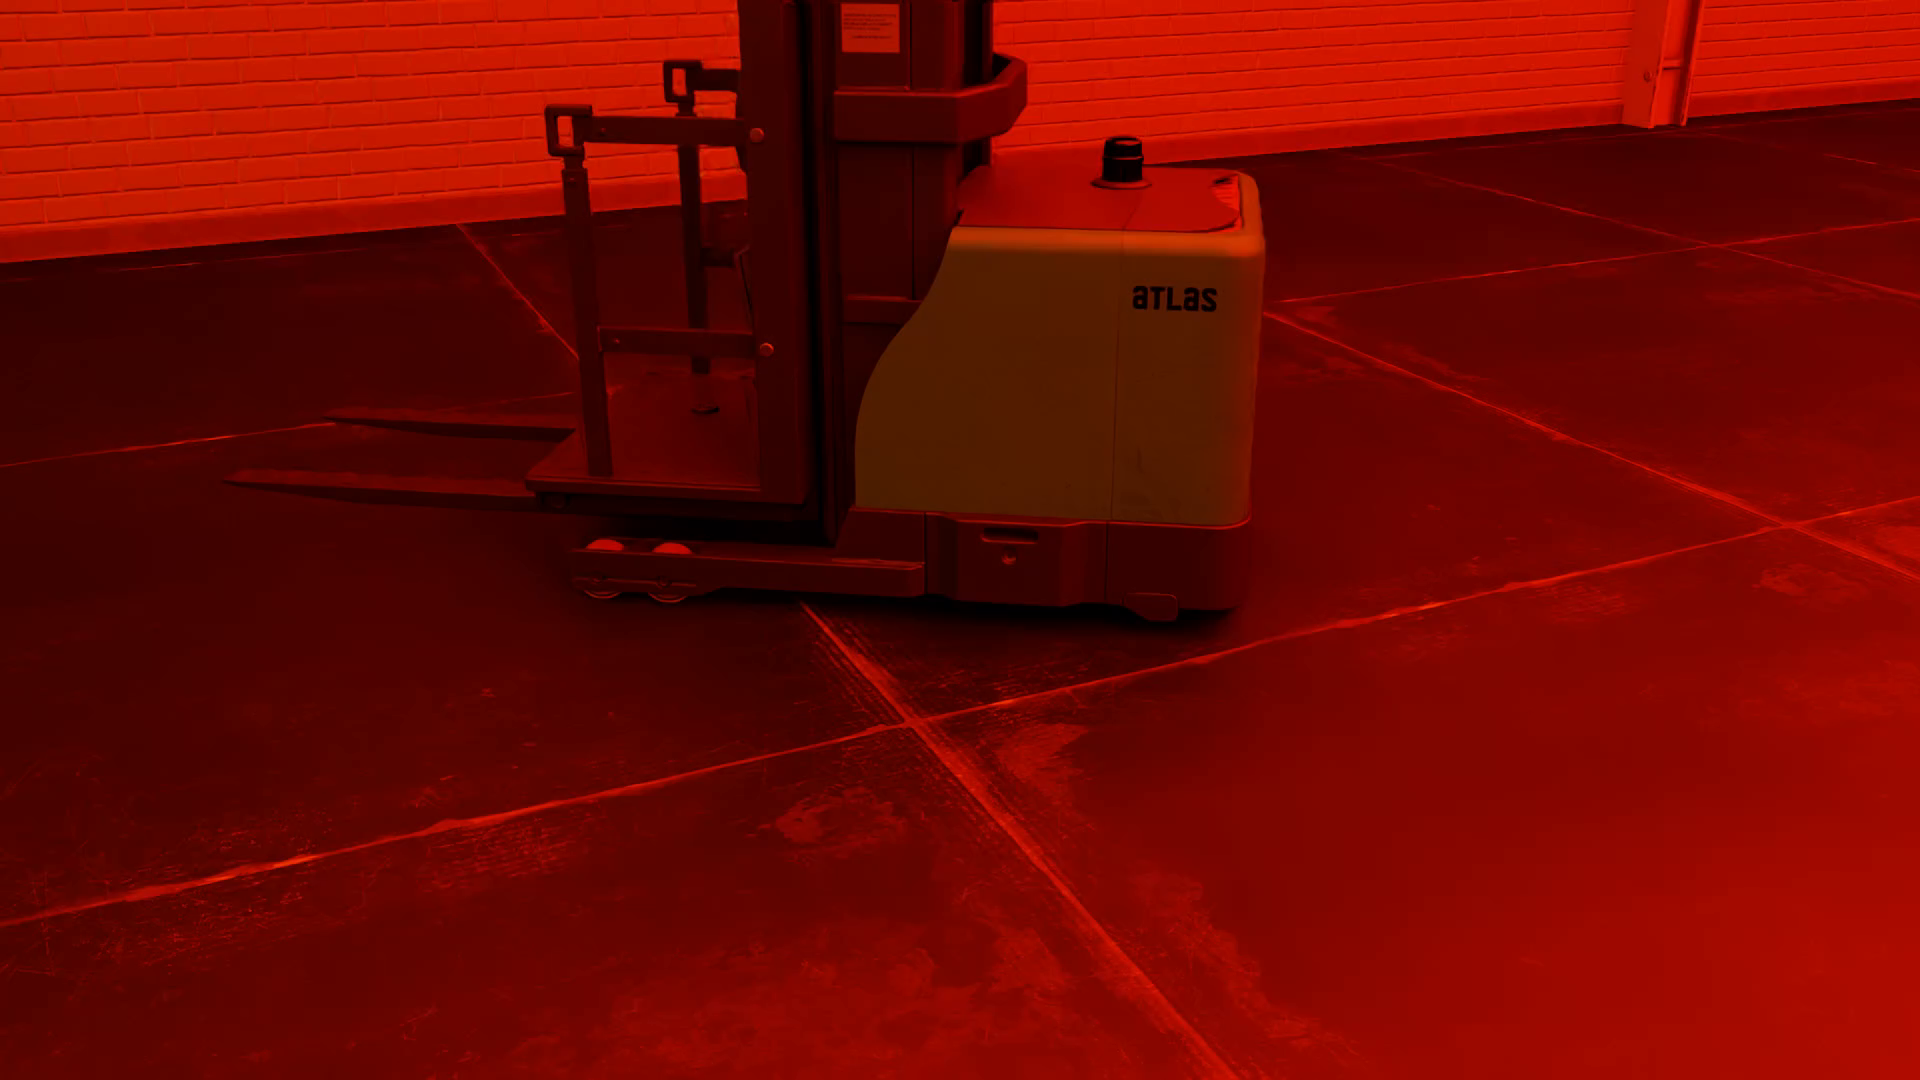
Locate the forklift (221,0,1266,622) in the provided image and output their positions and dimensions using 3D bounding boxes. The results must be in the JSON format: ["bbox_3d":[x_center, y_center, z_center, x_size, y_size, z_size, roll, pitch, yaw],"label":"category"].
[{"bbox_3d":[-0.660,-1.372,4.590,3.031,2.935,1.130,3,23,7],"label":"forklift"}]
